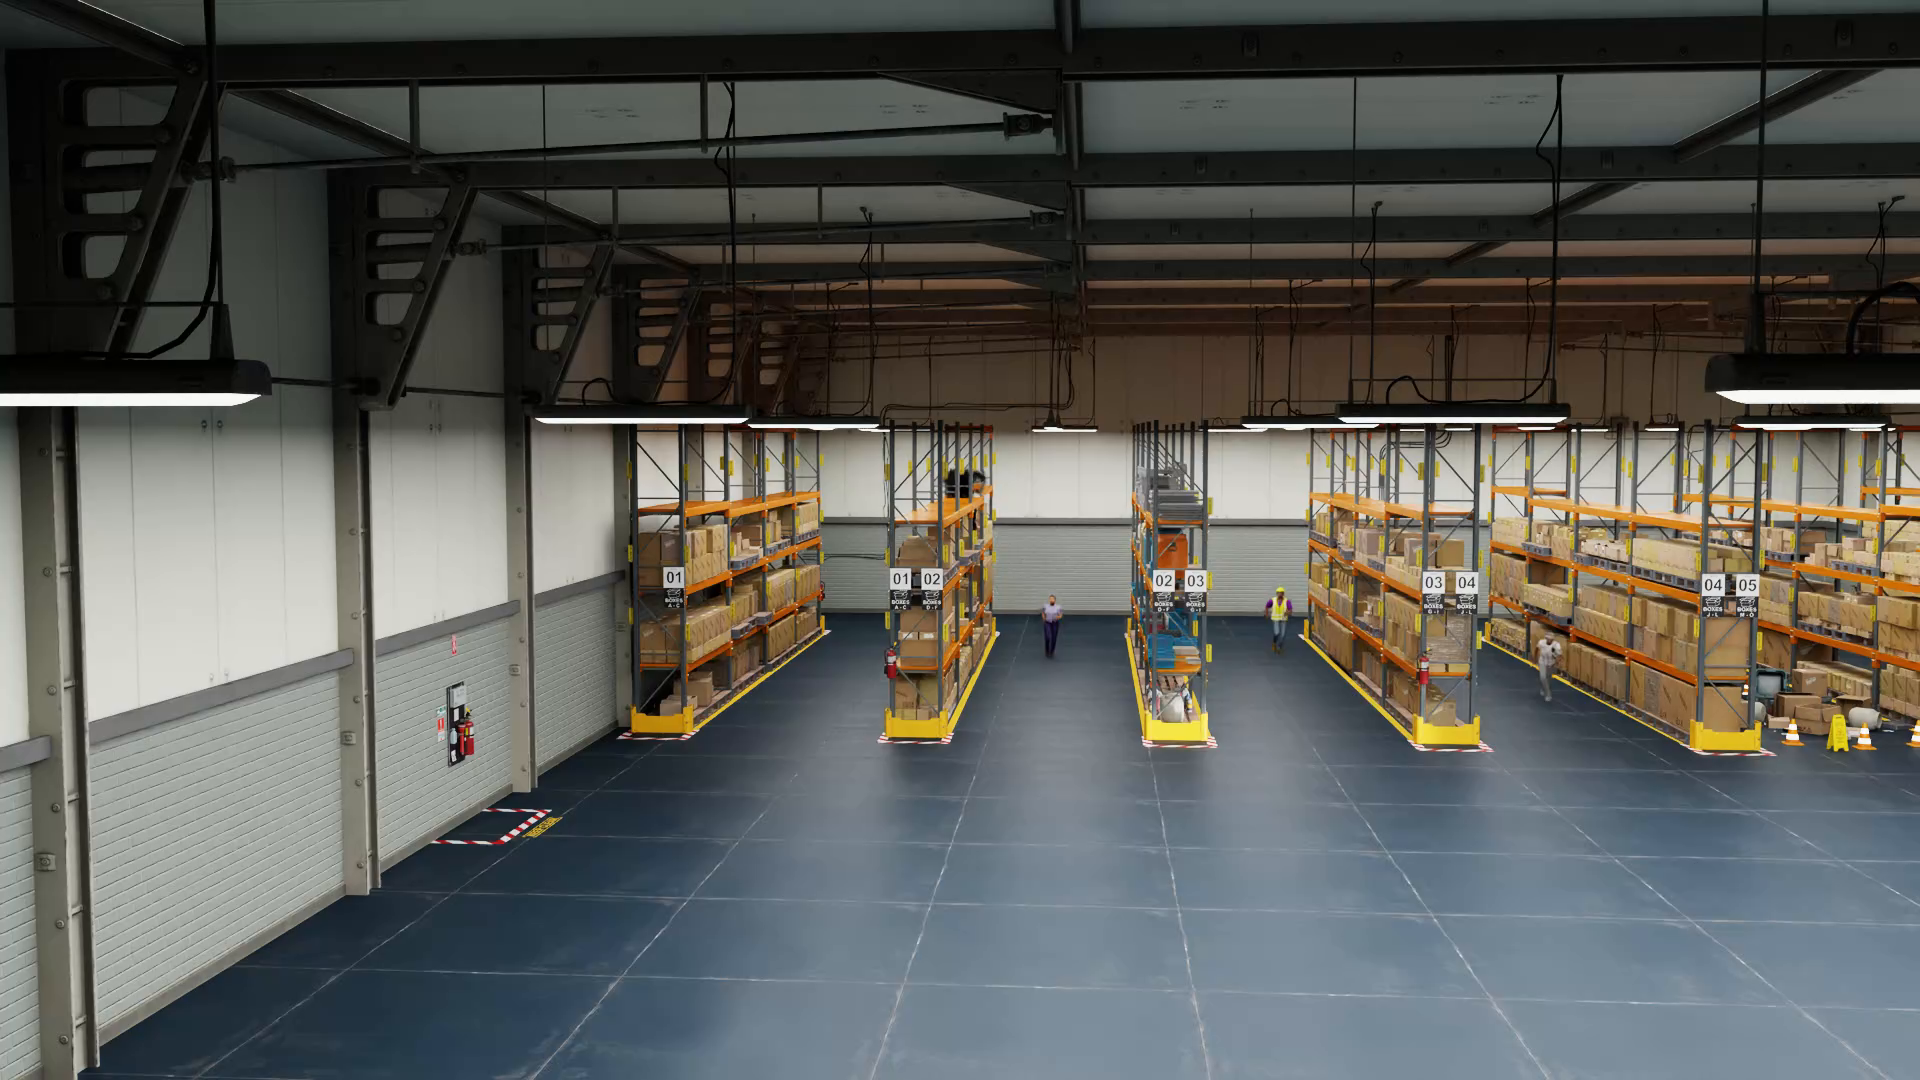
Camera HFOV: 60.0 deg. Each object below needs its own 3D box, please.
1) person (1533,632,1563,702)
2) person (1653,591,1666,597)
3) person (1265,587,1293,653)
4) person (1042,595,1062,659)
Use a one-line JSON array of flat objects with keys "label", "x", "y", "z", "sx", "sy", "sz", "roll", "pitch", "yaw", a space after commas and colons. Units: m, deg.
[{"label": "person", "x": 12.666, "y": 2.690, "z": 35.847, "sx": 0.584, "sy": 1.505, "sz": 1.028, "roll": 1, "pitch": 4, "yaw": 17}, {"label": "person", "x": 20.664, "y": 1.778, "z": 48.856, "sx": 0.873, "sy": 1.673, "sz": 0.615, "roll": -1, "pitch": 4, "yaw": -10}, {"label": "person", "x": 8.326, "y": 2.098, "z": 43.322, "sx": 0.670, "sy": 1.721, "sz": 0.645, "roll": 0, "pitch": 4, "yaw": 2}, {"label": "person", "x": 2.363, "y": 2.228, "z": 42.643, "sx": 0.496, "sy": 1.665, "sz": 0.801, "roll": 0, "pitch": 4, "yaw": -5}]
